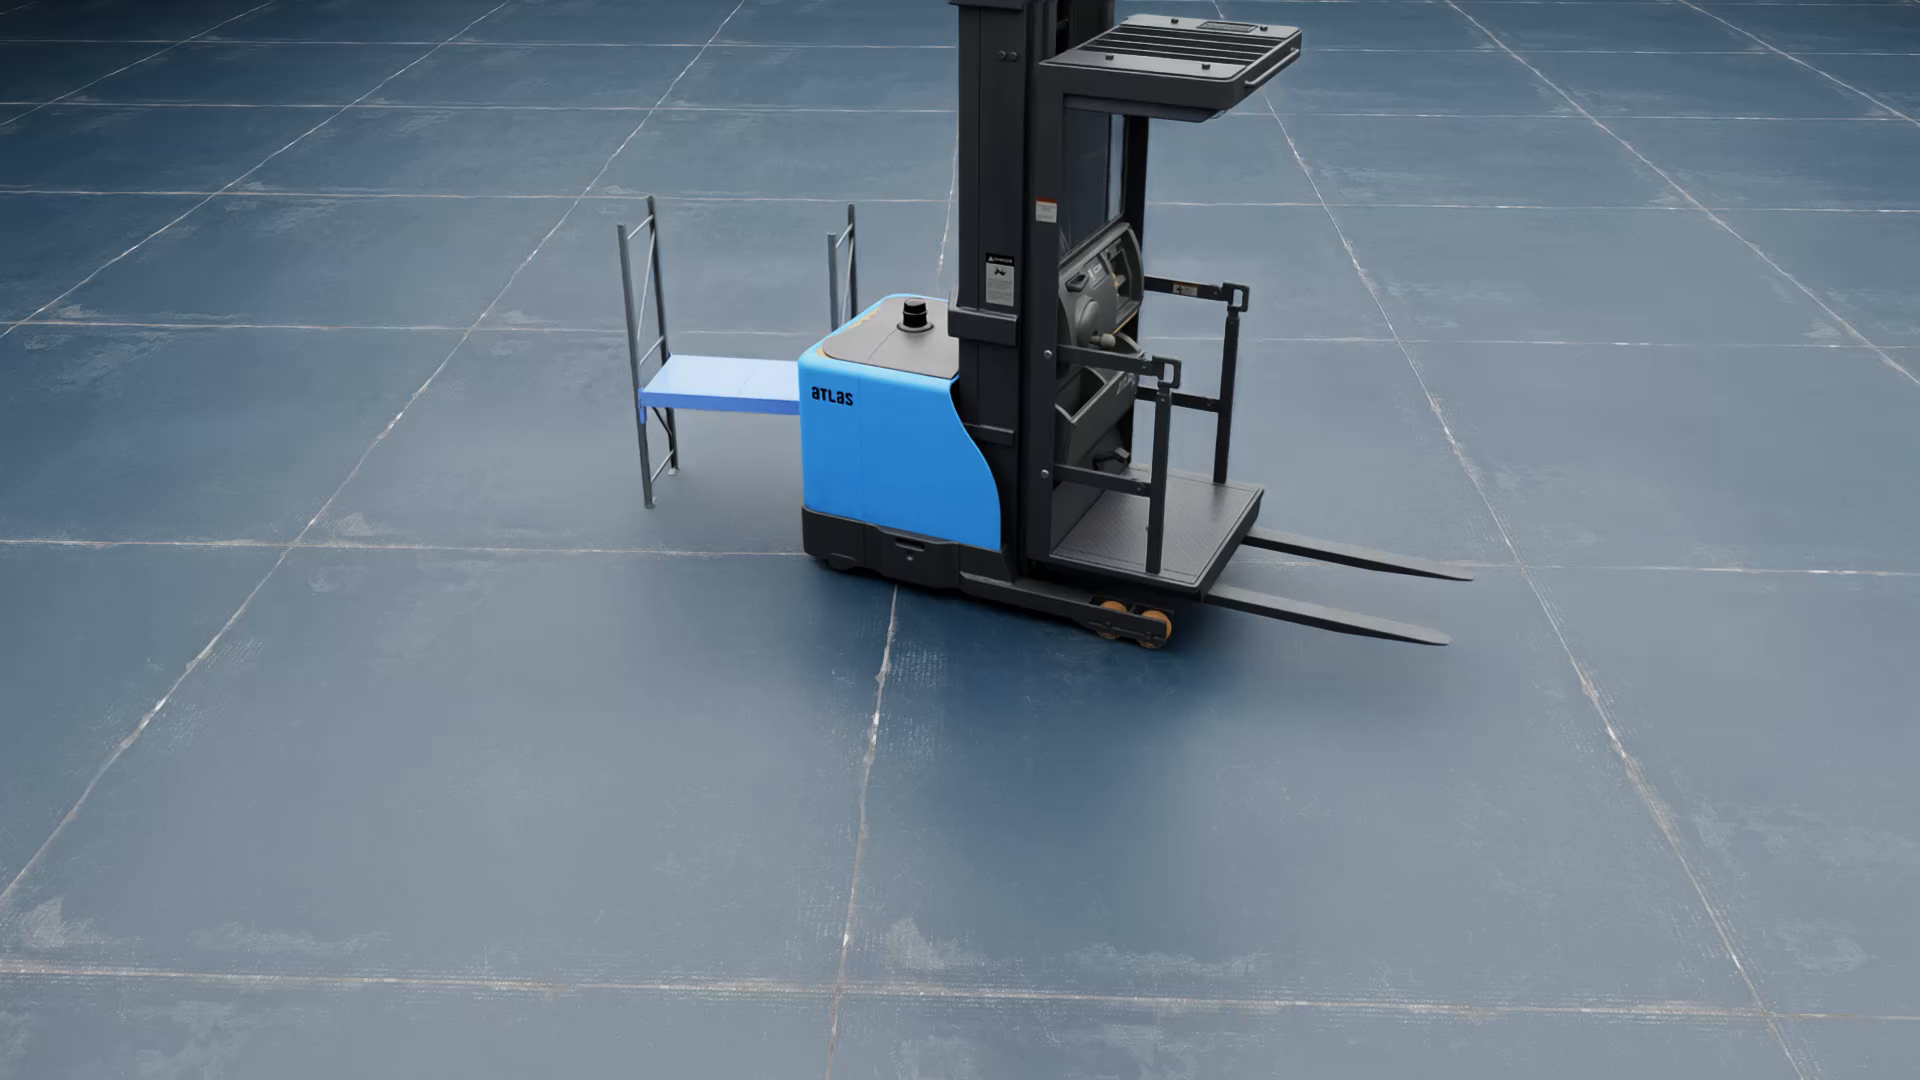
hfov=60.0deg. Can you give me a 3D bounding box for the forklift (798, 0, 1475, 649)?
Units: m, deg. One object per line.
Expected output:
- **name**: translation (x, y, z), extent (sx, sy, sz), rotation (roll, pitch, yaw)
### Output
- **forklift**: translation (0.804, -1.099, 7.194), extent (3.031, 2.935, 1.130), rotation (12, 30, 22)

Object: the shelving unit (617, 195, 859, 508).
- **shelving unit**: translation (-1.068, -0.909, 8.363), extent (1.048, 1.500, 0.538), rotation (4, 28, 7)

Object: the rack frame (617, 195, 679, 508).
- **rack frame**: translation (-1.571, -0.943, 8.428), extent (0.032, 1.500, 0.500), rotation (4, 28, 7)

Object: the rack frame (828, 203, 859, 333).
- **rack frame**: translation (-0.565, -0.875, 8.298), extent (0.032, 1.500, 0.500), rotation (4, 28, 7)

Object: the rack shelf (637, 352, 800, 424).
- **rack shelf**: translation (-1.068, -0.750, 8.448), extent (1.000, 0.185, 0.538), rotation (4, 28, 7)
